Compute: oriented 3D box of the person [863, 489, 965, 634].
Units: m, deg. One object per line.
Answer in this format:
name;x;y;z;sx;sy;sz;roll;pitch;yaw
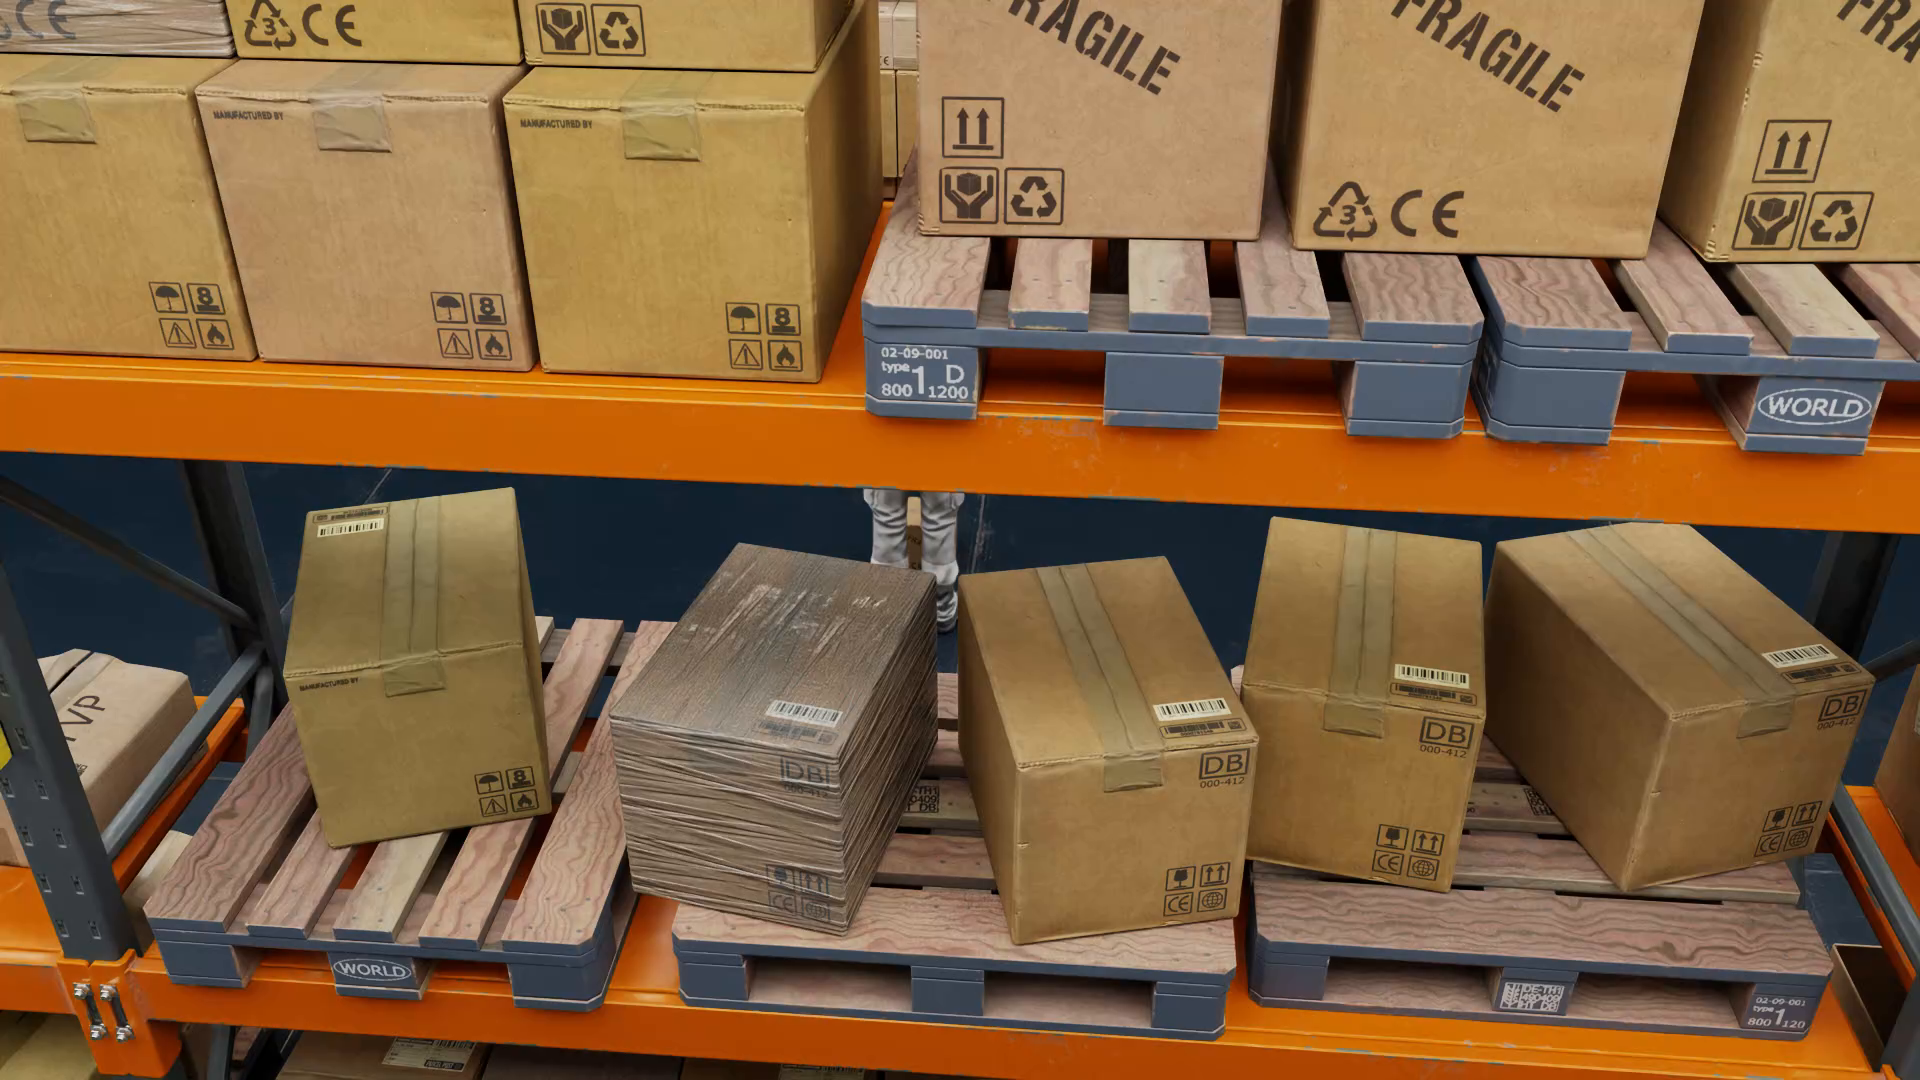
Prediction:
person;-0.208;-0.431;6.808;0.536;1.790;0.337;4;32;6
